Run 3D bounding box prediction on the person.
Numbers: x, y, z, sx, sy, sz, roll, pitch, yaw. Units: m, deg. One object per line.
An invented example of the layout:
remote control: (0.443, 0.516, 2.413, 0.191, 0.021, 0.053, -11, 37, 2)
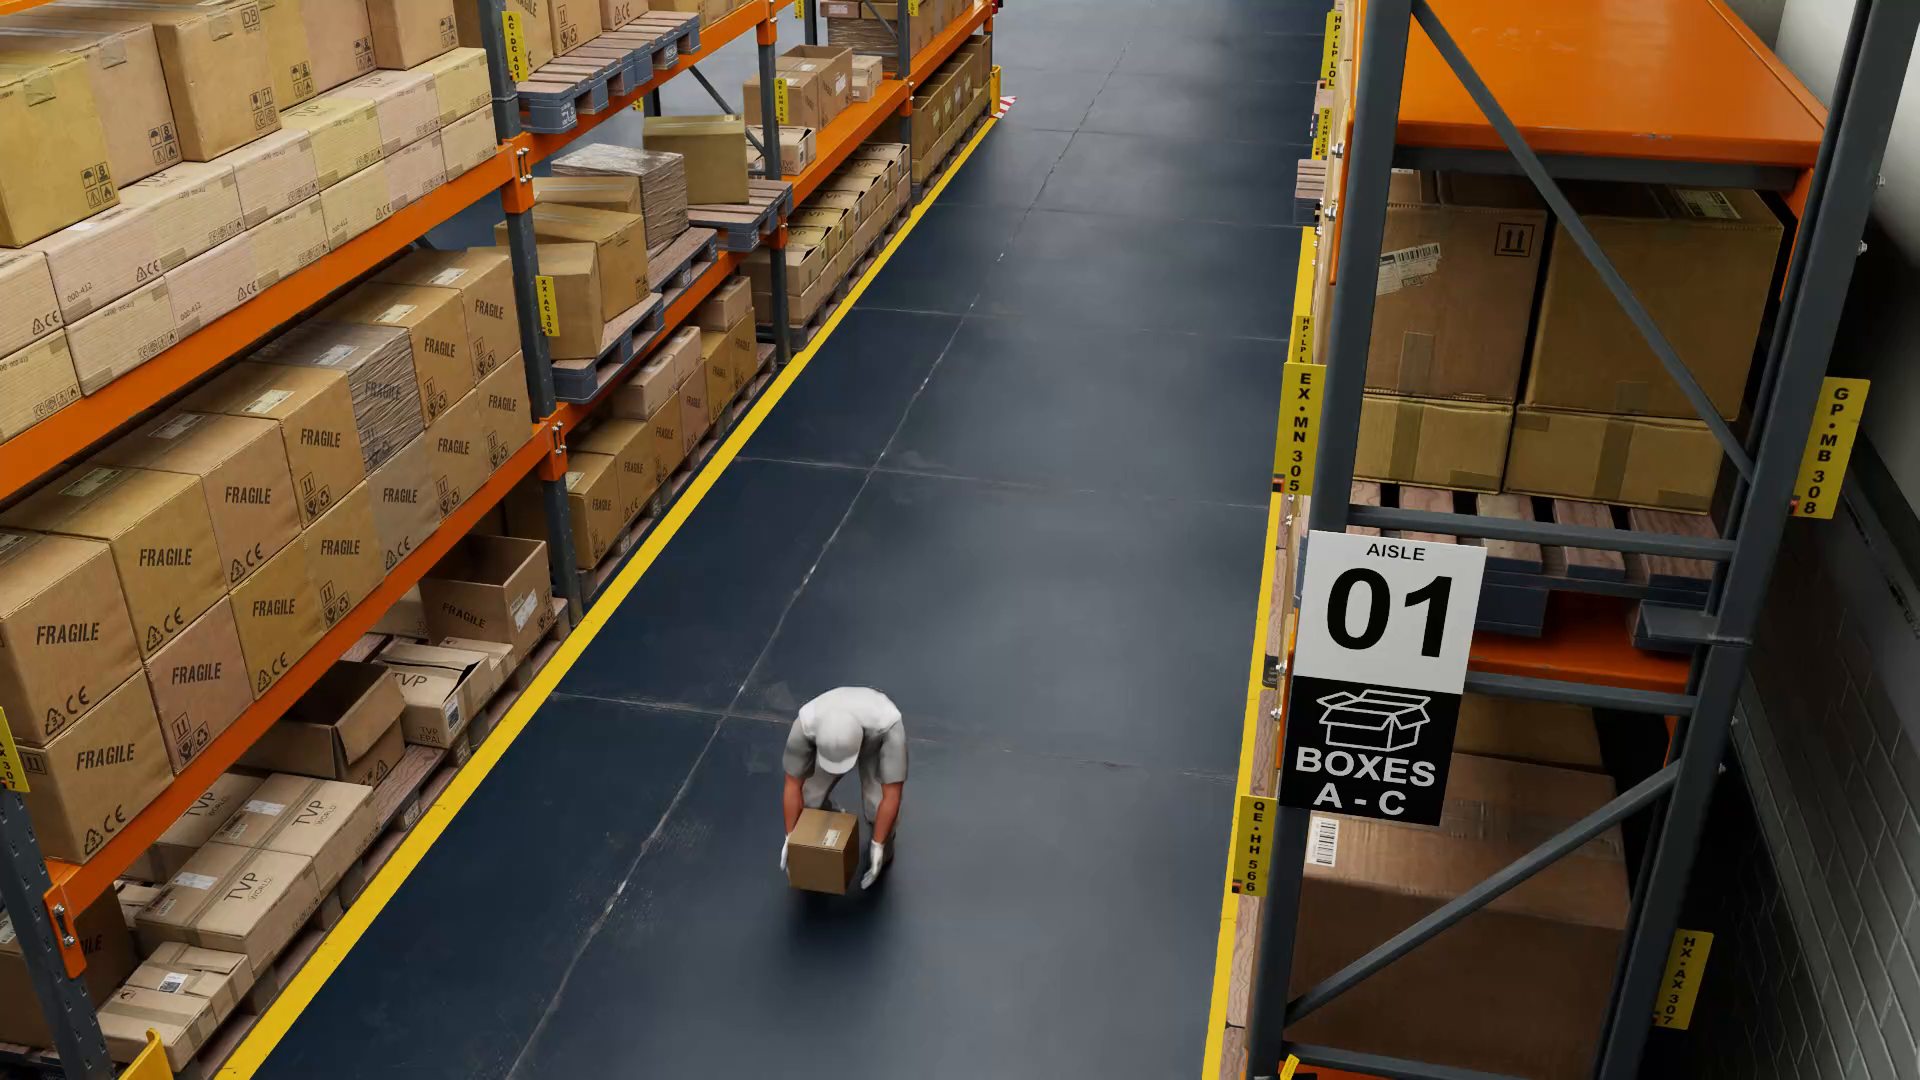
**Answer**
person: (-0.482, 1.034, 7.486, 0.573, 1.040, 0.871, 6, 29, 10)
